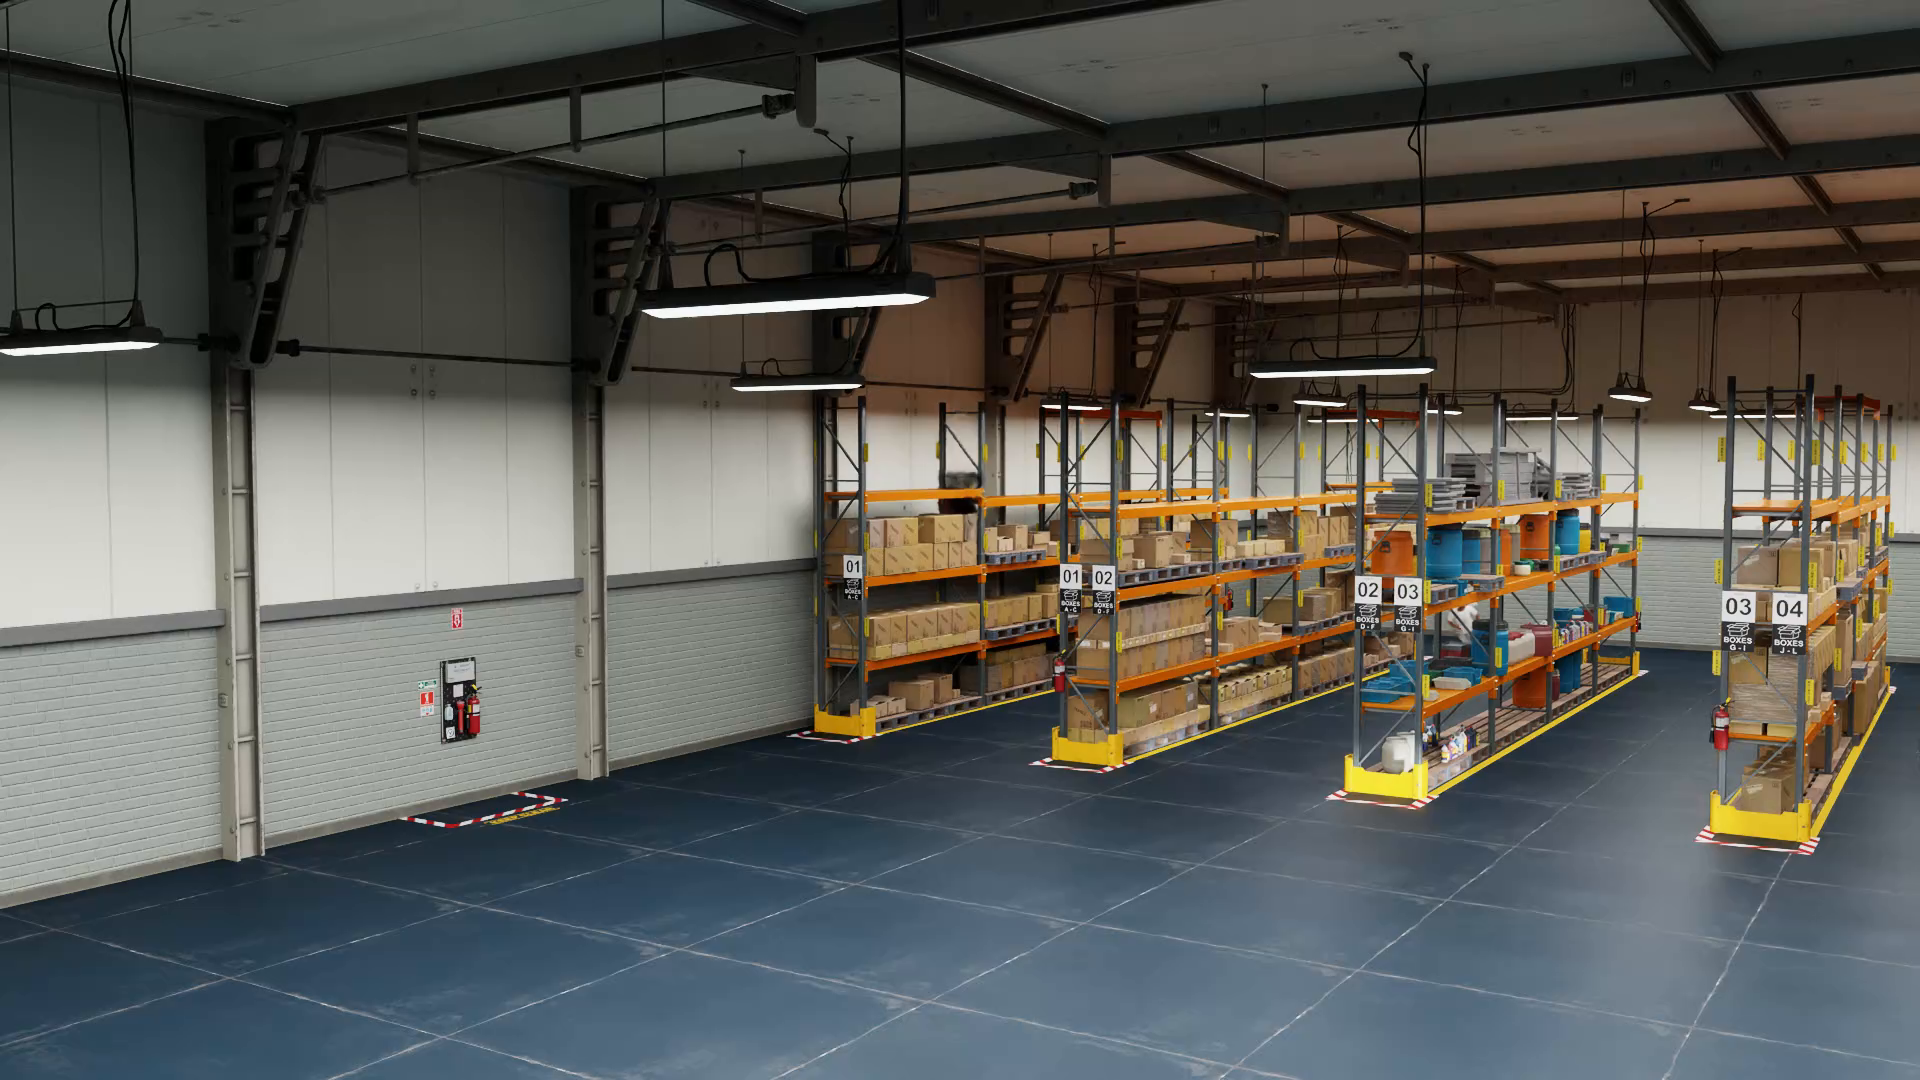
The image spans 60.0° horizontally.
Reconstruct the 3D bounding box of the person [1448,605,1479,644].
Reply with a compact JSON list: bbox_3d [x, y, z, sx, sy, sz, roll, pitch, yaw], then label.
[{"bbox_3d":[11.712,2.124,38.635,0.741,1.675,0.556,1,3,20],"label":"person"}]
